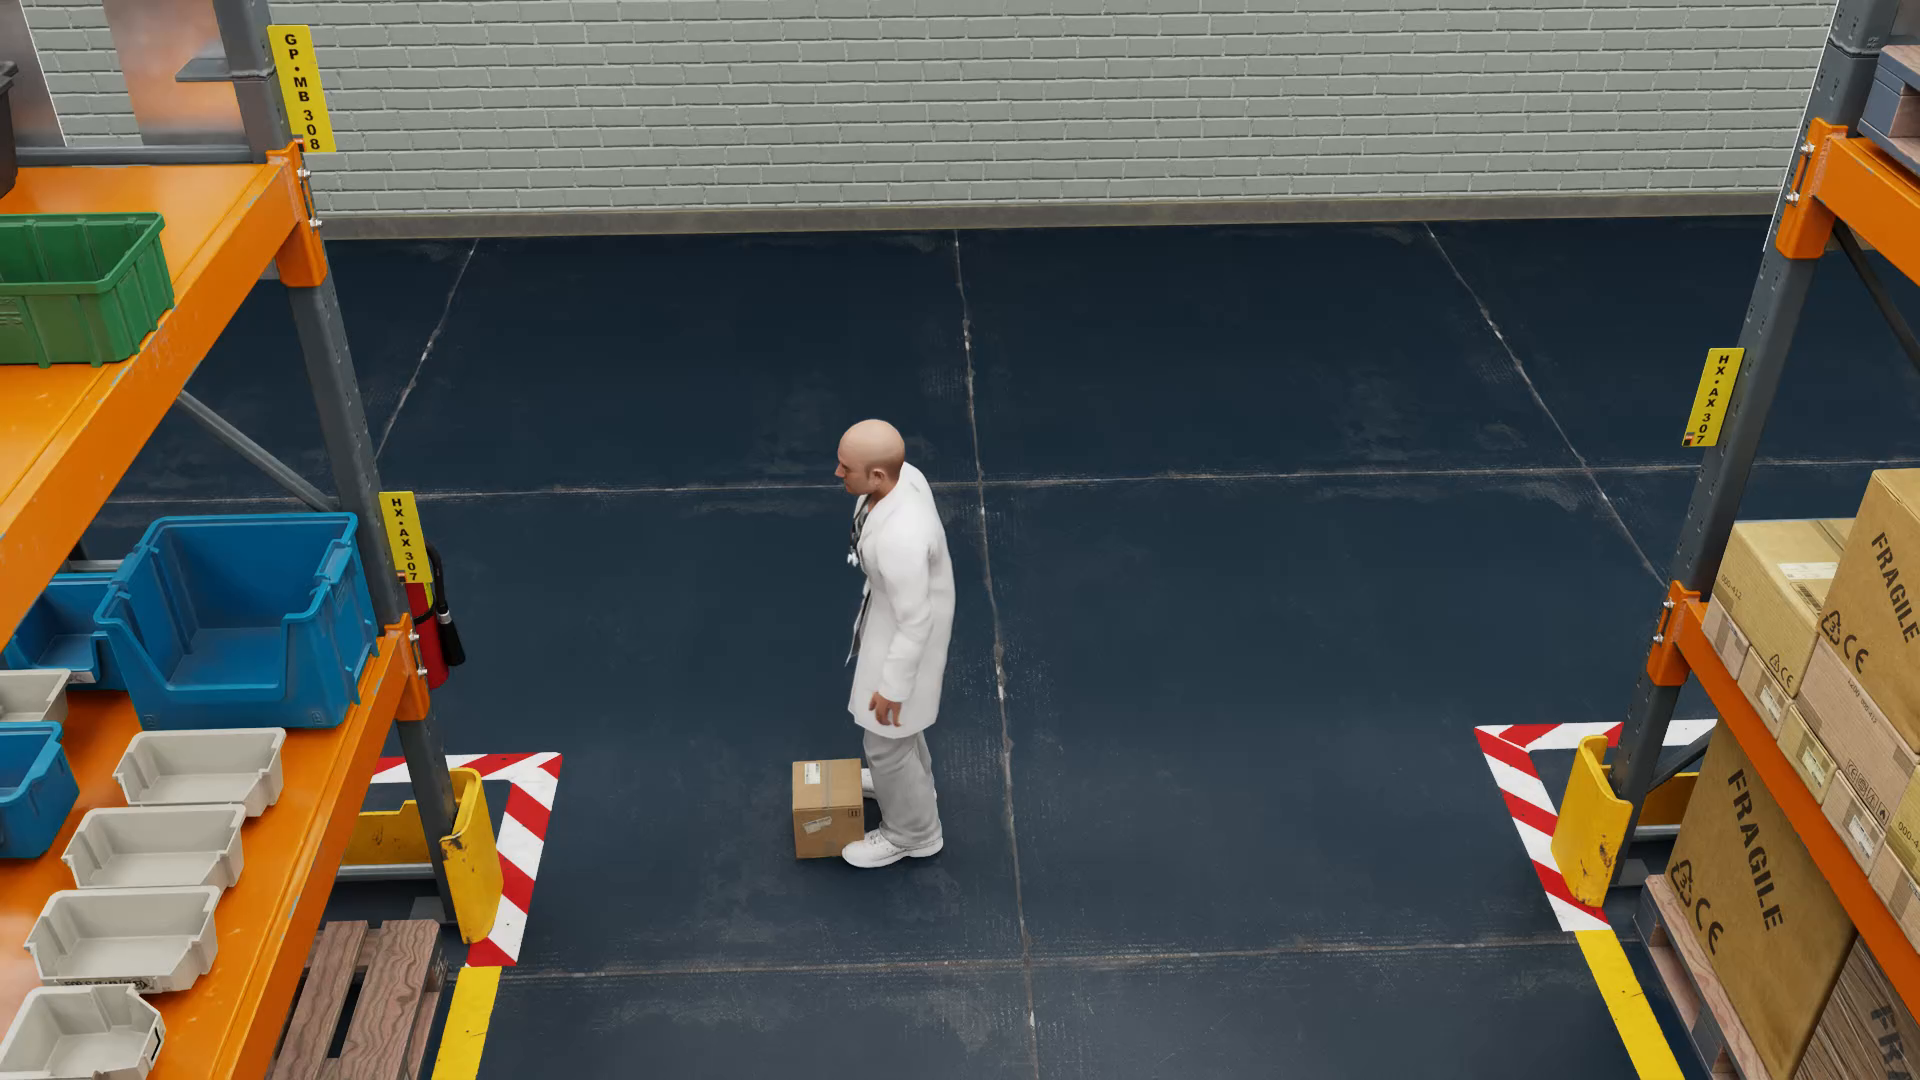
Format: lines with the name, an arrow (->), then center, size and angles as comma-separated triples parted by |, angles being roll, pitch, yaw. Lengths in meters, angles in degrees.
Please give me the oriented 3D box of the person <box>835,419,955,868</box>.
person -> -0.230, 0.355, 5.647 | 0.422, 1.774, 0.654 | -3, 35, -5
